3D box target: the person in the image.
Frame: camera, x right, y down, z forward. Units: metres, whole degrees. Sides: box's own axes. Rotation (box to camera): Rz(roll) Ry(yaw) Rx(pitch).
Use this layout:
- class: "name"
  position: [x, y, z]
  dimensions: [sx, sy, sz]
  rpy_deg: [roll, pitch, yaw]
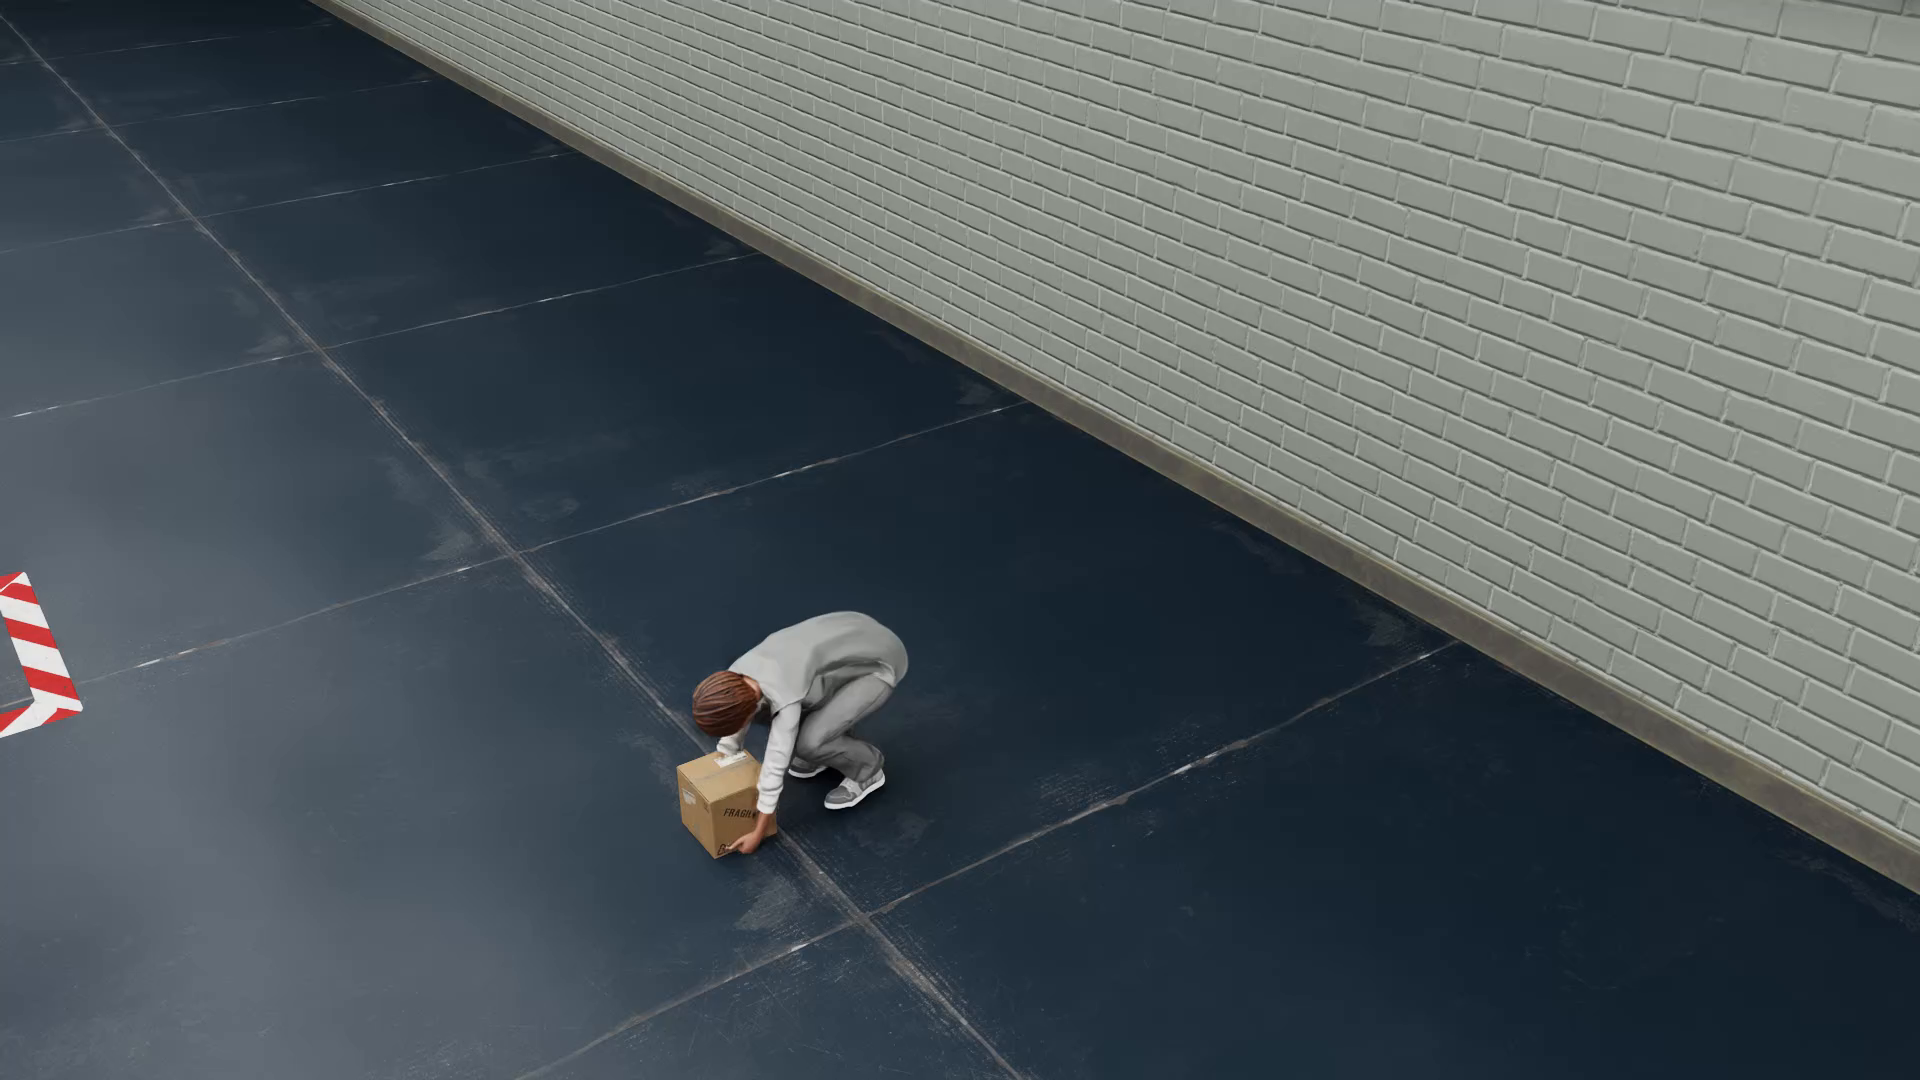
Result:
- class: "person"
  position: [-0.488, 0.221, 5.753]
  dimensions: [0.498, 1.576, 0.408]
  rpy_deg: [-19, 34, -30]
